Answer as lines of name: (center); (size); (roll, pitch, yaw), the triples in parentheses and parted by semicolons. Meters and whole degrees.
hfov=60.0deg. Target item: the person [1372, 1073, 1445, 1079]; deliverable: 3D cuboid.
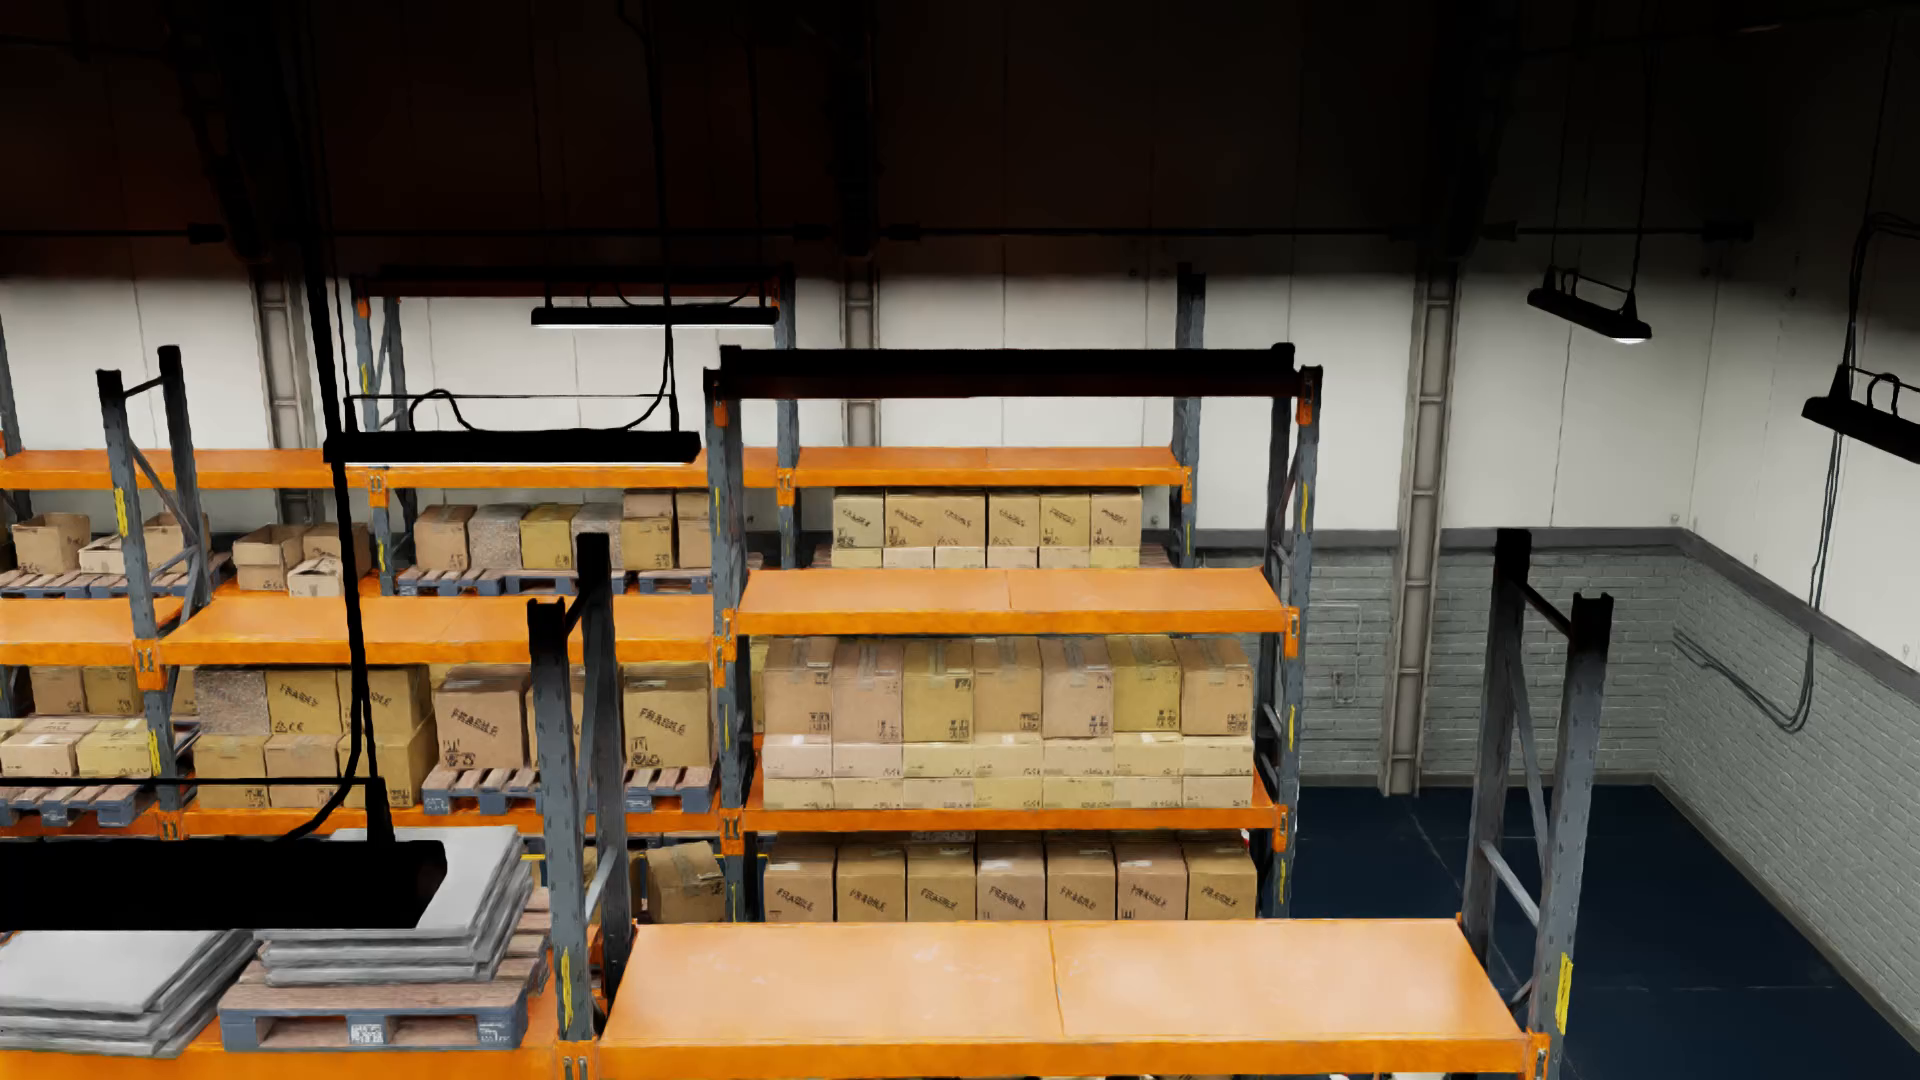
person: (3.277, 3.881, 12.082); (0.714, 1.740, 0.636); (-4, 17, -13)
